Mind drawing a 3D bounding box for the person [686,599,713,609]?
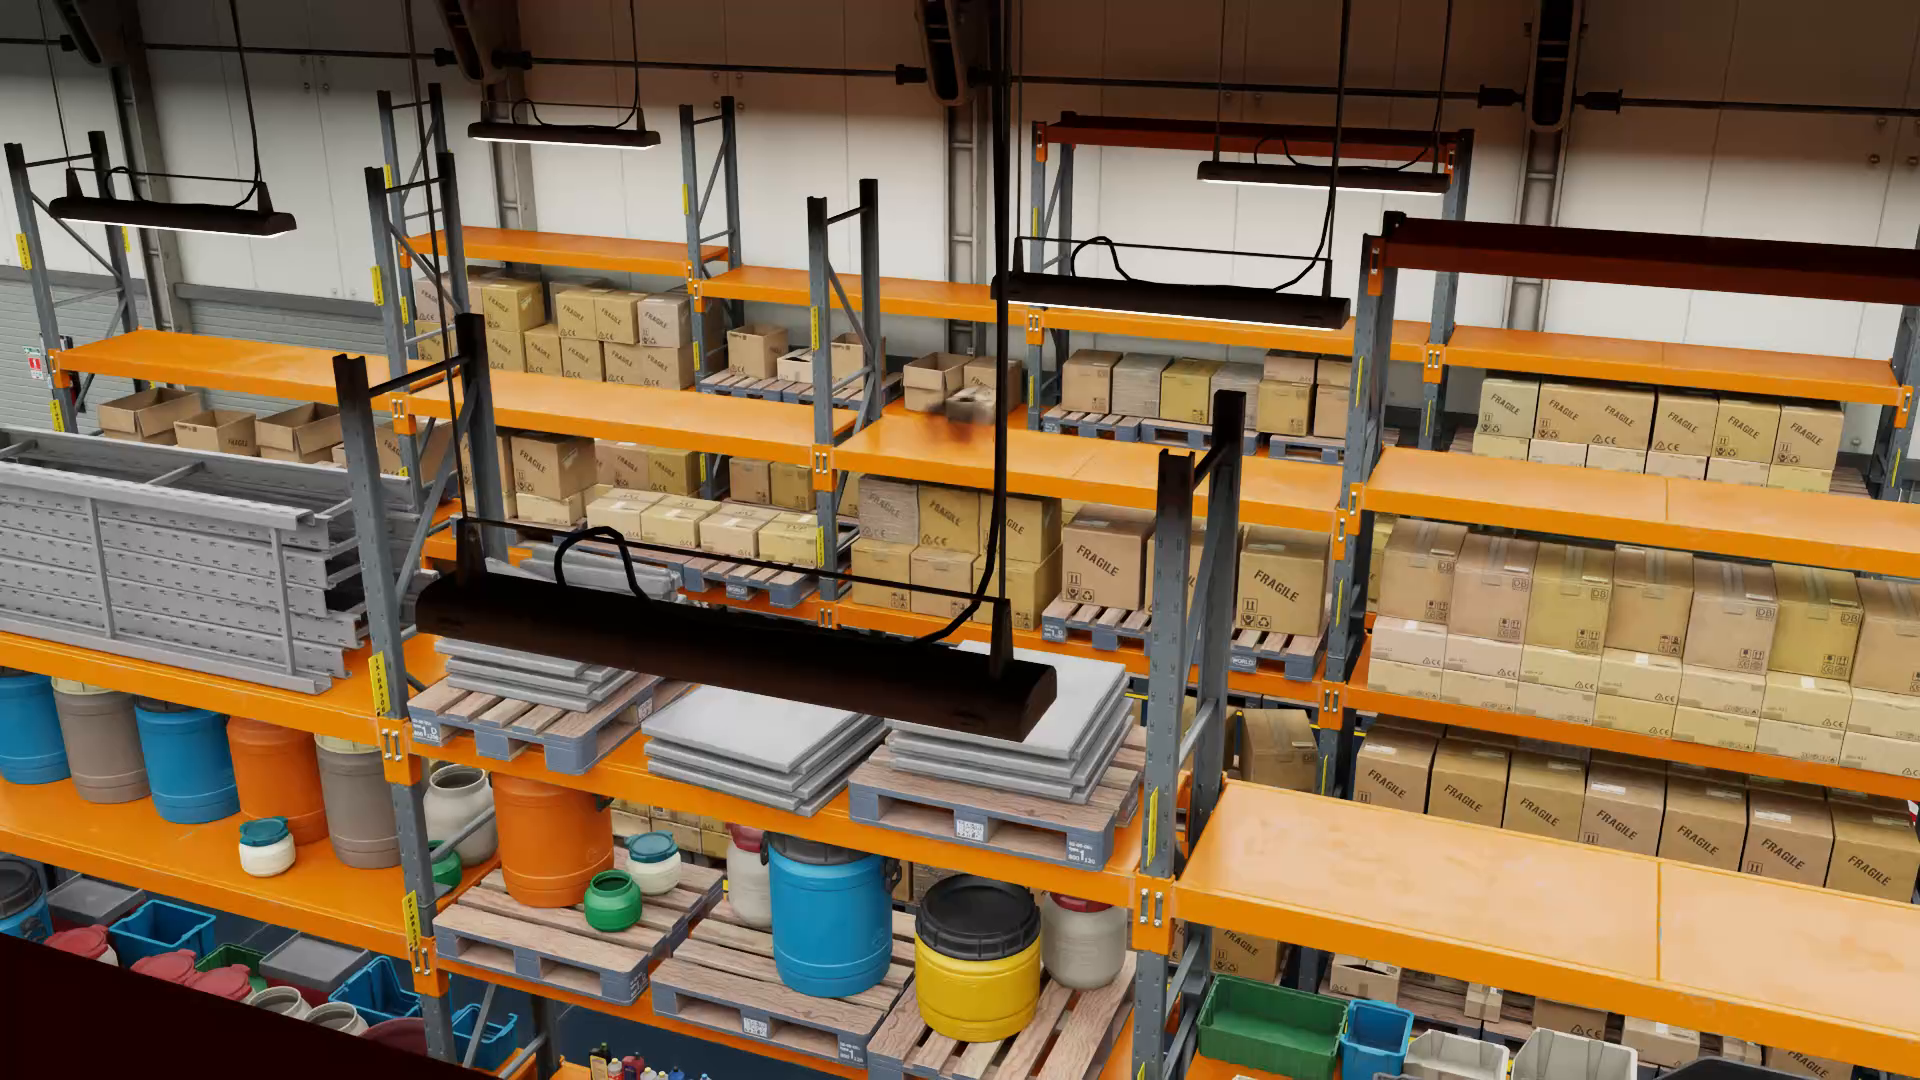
[{"bbox_3d":[-2.881,0.876,17.859,0.505,1.775,0.354,10,23,24],"label":"person"}]
